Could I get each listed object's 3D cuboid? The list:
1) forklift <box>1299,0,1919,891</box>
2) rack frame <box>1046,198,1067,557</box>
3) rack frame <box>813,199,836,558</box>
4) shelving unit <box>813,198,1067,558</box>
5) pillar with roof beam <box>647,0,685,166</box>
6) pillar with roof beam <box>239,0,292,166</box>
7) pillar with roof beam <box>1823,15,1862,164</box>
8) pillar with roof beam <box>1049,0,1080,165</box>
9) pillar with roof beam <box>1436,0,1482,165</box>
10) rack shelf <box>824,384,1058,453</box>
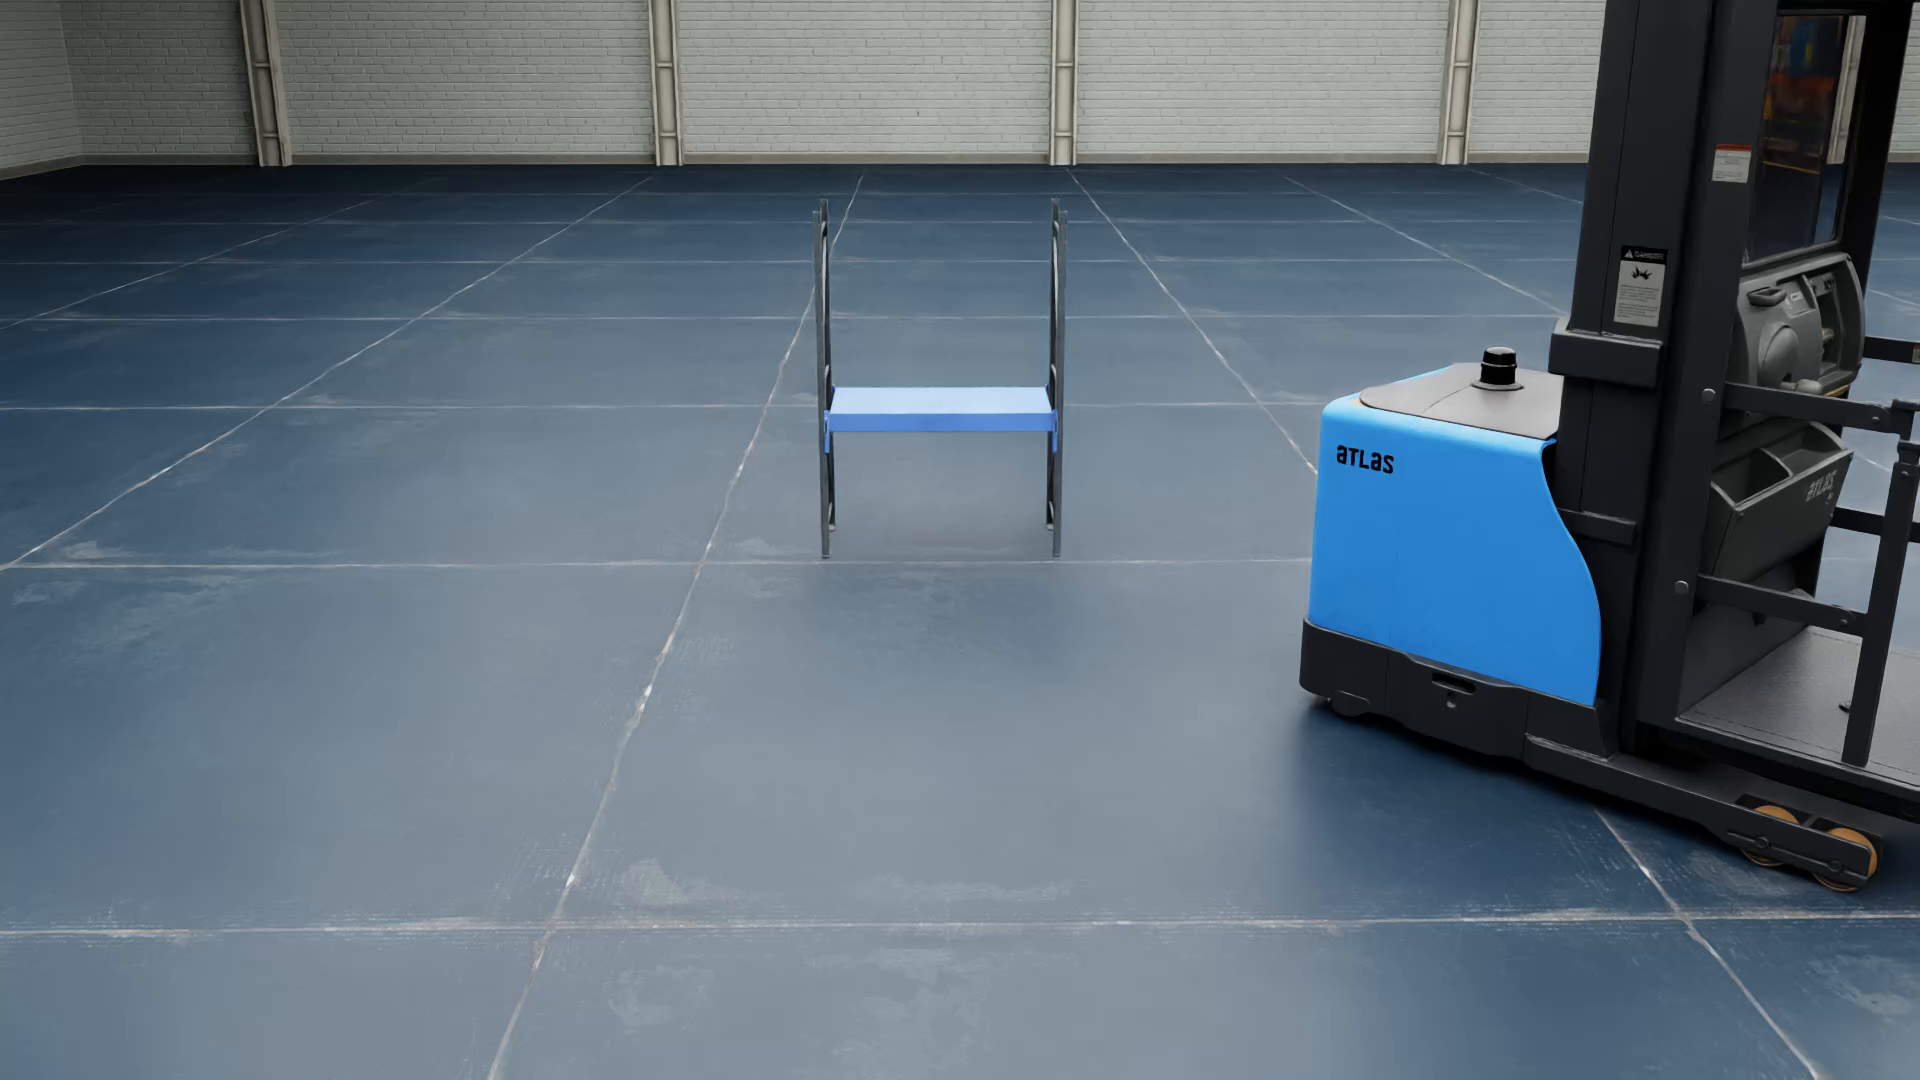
[{"bbox_3d":[2.574,-0.613,4.662,3.031,2.935,1.130,17,24,42],"label":"forklift"},{"bbox_3d":[0.423,-0.716,7.325,0.032,1.500,0.500,0,18,-1],"label":"rack frame"},{"bbox_3d":[-0.594,-0.711,7.310,0.032,1.500,0.500,0,18,-1],"label":"rack frame"},{"bbox_3d":[-0.085,-0.714,7.317,1.048,1.500,0.538,0,18,-1],"label":"shelving unit"},{"bbox_3d":[-4.357,-8.713,19.975,0.400,9.000,9.100,0,18,-1],"label":"pillar with roof beam"},{"bbox_3d":[-10.357,-8.684,19.885,0.400,9.000,9.100,0,18,-1],"label":"pillar with roof beam"},{"bbox_3d":[13.640,-8.799,20.246,0.400,9.000,9.100,0,18,-1],"label":"pillar with roof beam"},{"bbox_3d":[1.642,-8.741,20.065,0.400,9.000,9.100,0,18,-1],"label":"pillar with roof beam"},{"bbox_3d":[7.641,-8.770,20.156,0.400,9.000,9.100,0,18,-1],"label":"pillar with roof beam"},{"bbox_3d":[-0.085,-0.542,7.372,1.000,0.185,0.538,0,18,-1],"label":"rack shelf"}]
